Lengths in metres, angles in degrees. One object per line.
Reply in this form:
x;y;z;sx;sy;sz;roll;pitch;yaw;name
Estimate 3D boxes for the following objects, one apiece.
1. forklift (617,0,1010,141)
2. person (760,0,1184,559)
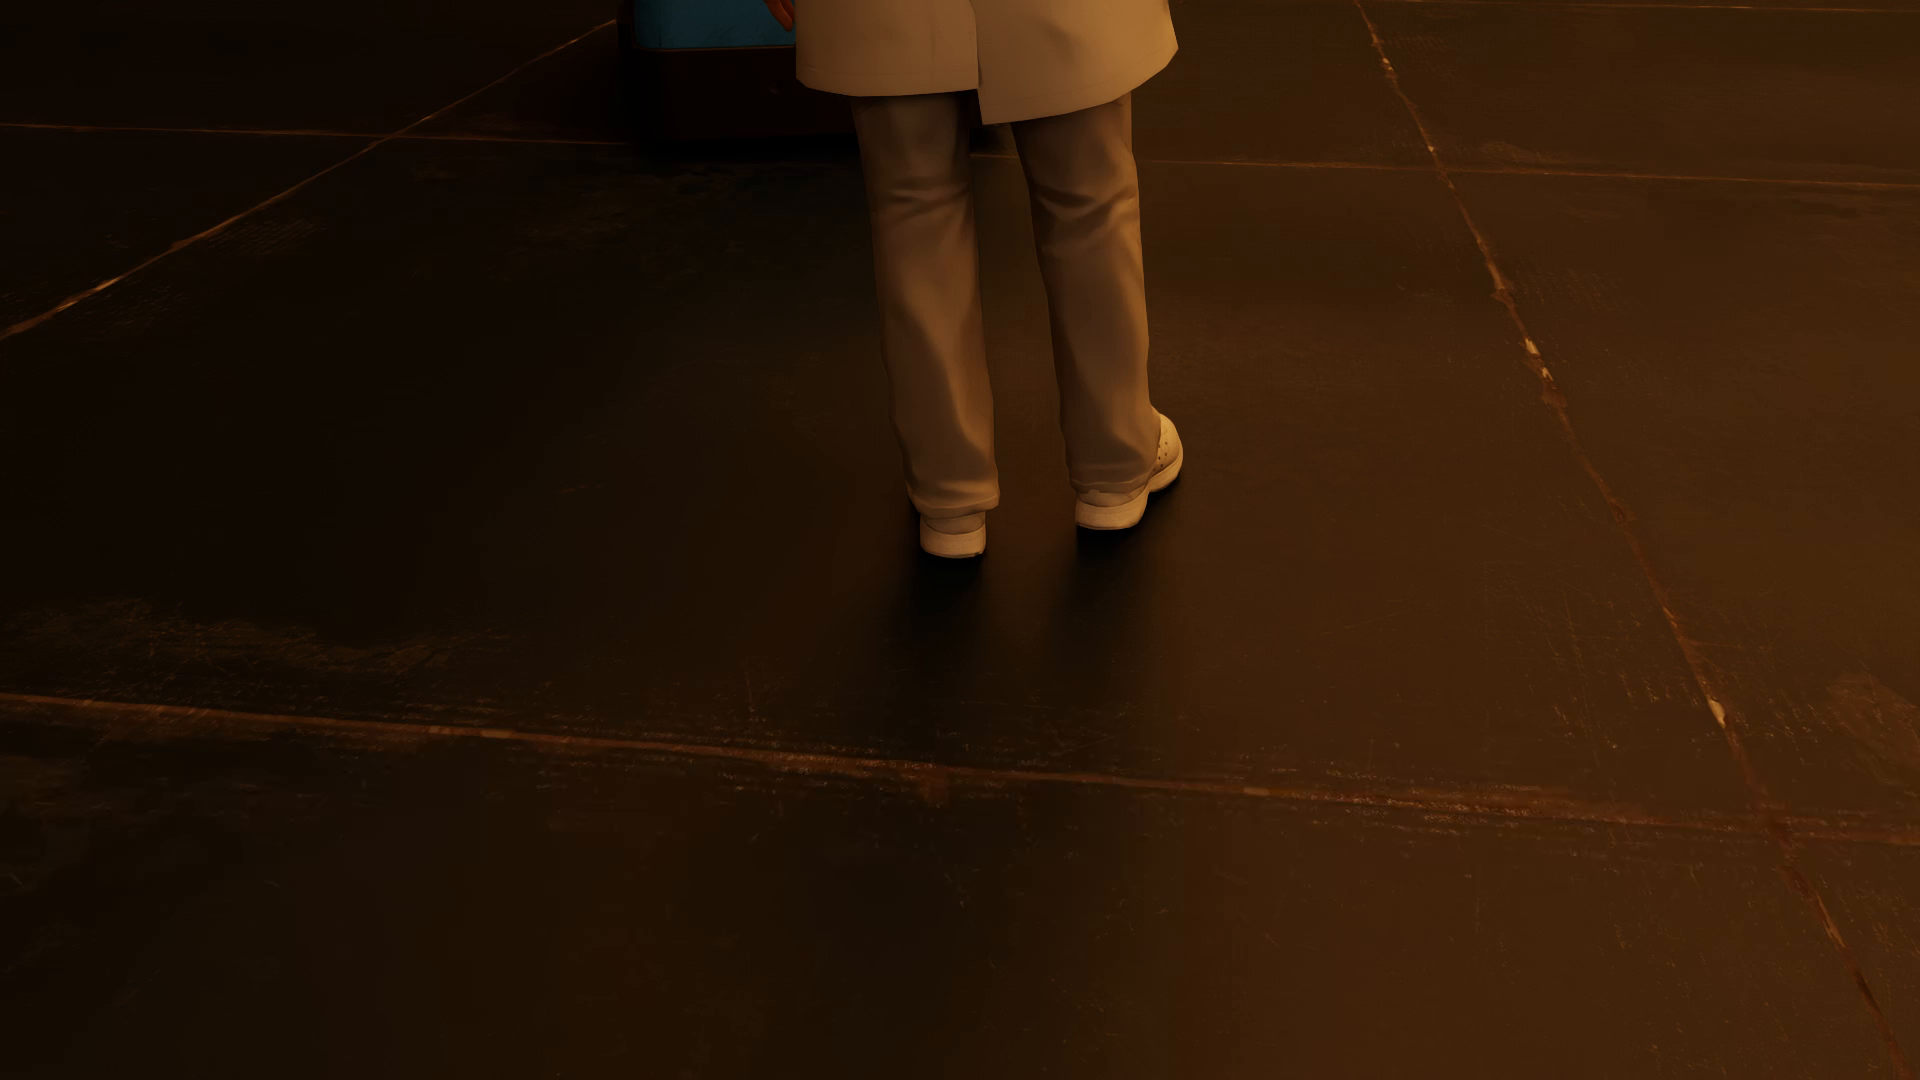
-0.621;-3.028;5.287;1.130;2.935;3.031;-5;27;-9;forklift
0.017;-0.842;2.179;0.696;1.776;0.581;3;27;7;person
